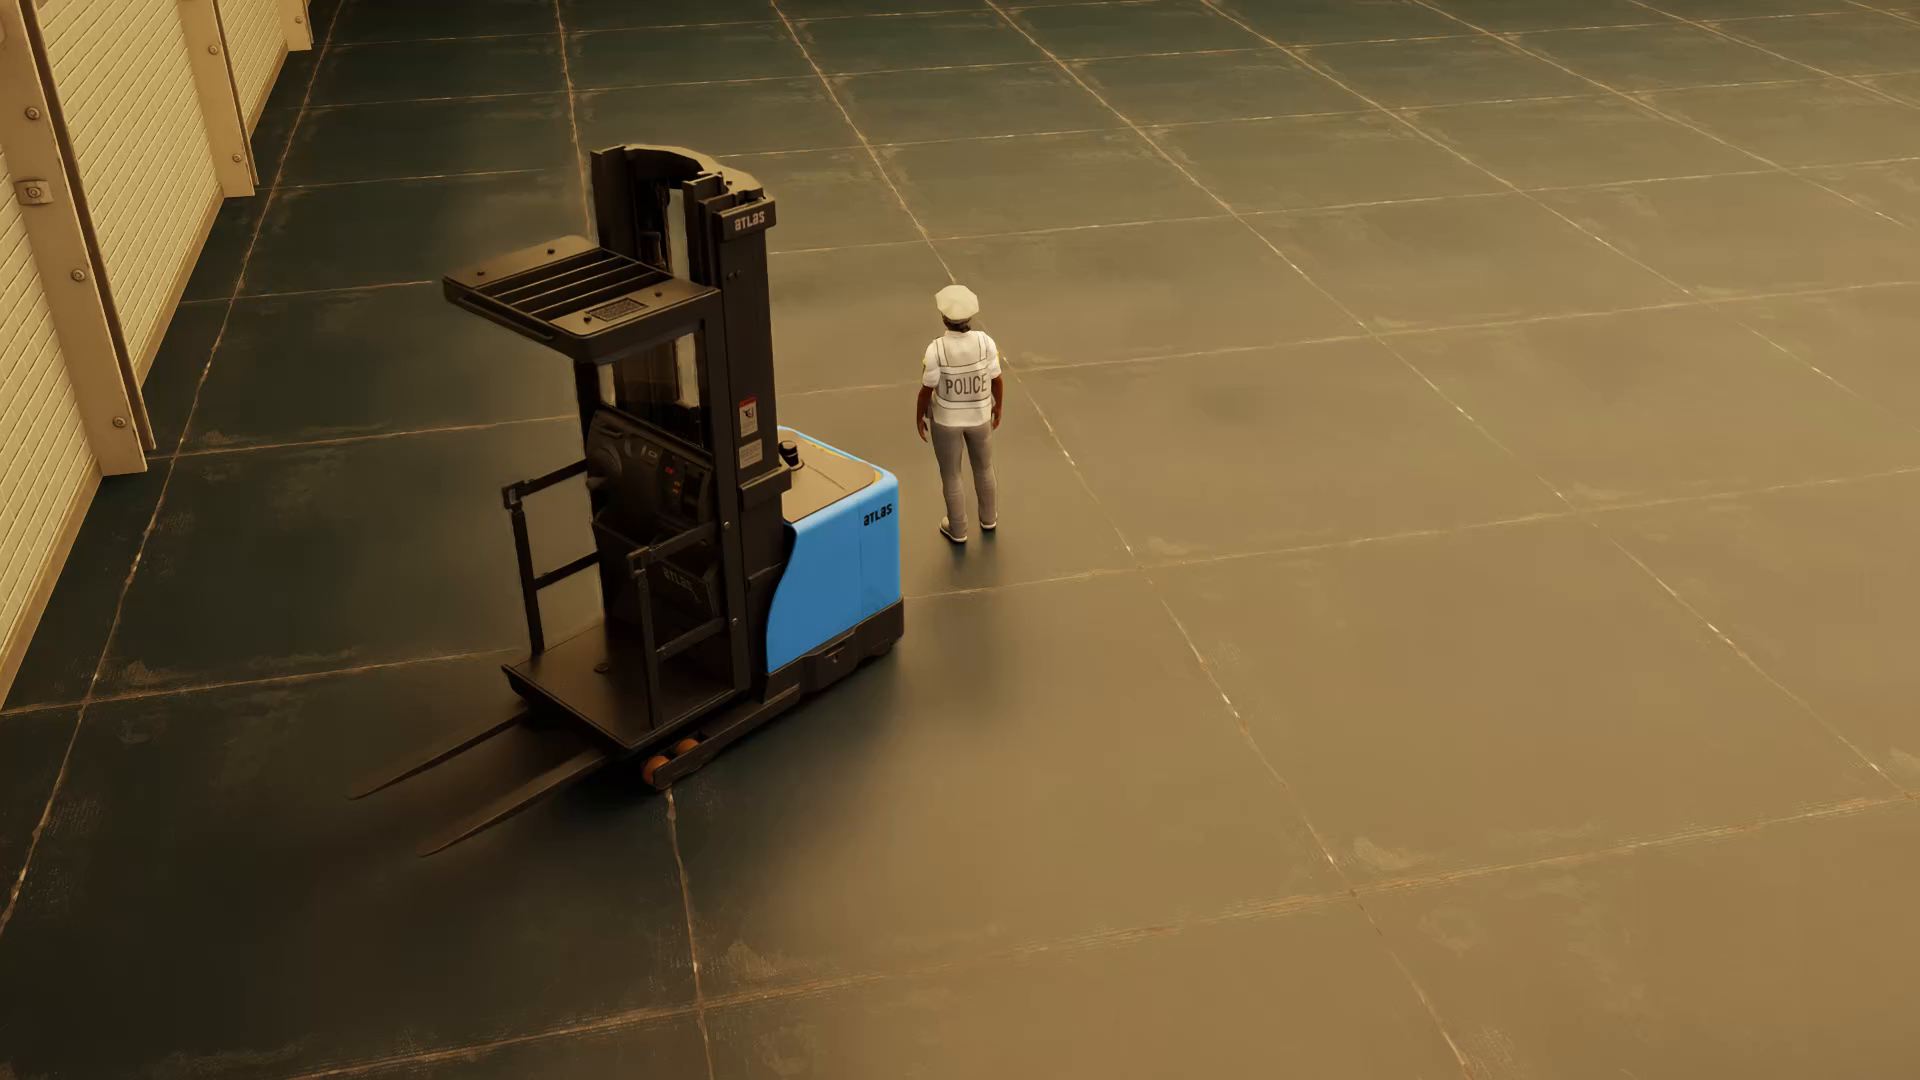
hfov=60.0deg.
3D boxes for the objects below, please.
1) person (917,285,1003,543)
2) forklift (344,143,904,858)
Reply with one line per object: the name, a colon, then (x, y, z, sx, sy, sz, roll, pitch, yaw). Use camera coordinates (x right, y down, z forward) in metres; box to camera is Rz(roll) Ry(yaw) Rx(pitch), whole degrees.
person: (0.001, -0.779, 10.139, 0.570, 1.697, 0.528, -7, 31, -12)
forklift: (-1.681, -0.306, 8.103, 1.130, 2.935, 3.031, 25, 38, 36)
